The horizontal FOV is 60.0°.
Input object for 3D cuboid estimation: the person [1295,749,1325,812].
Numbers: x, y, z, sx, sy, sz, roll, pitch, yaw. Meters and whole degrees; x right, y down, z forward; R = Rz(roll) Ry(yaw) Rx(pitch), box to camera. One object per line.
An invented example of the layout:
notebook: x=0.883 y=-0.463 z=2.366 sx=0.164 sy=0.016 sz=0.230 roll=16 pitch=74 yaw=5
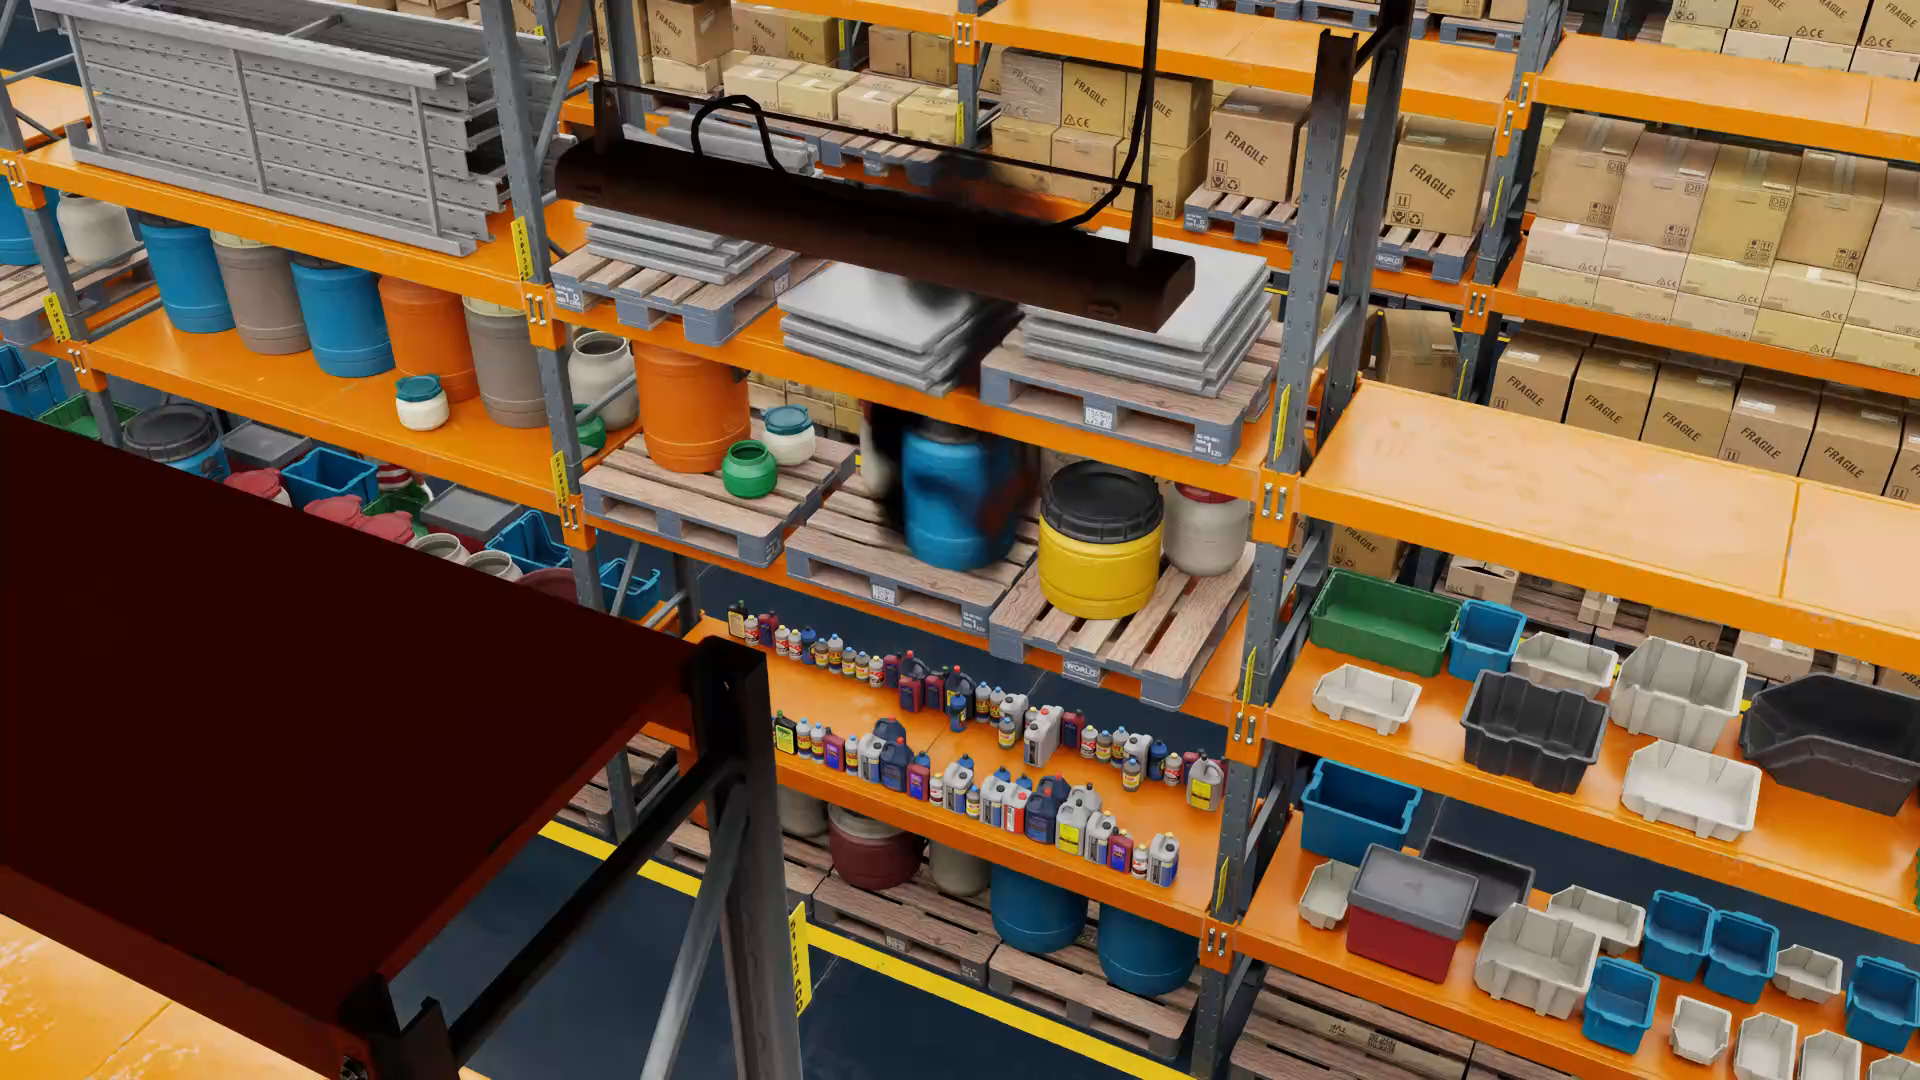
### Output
person: x=2.363 y=1.555 z=10.237 sx=0.811 sy=1.704 sz=0.651 roll=-12 pitch=37 yaw=-17

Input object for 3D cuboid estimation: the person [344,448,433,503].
person: x=-4.368 y=-0.407 z=12.904 sx=0.759 sy=1.769 sz=0.640 roll=0 pitch=35 yaw=0
